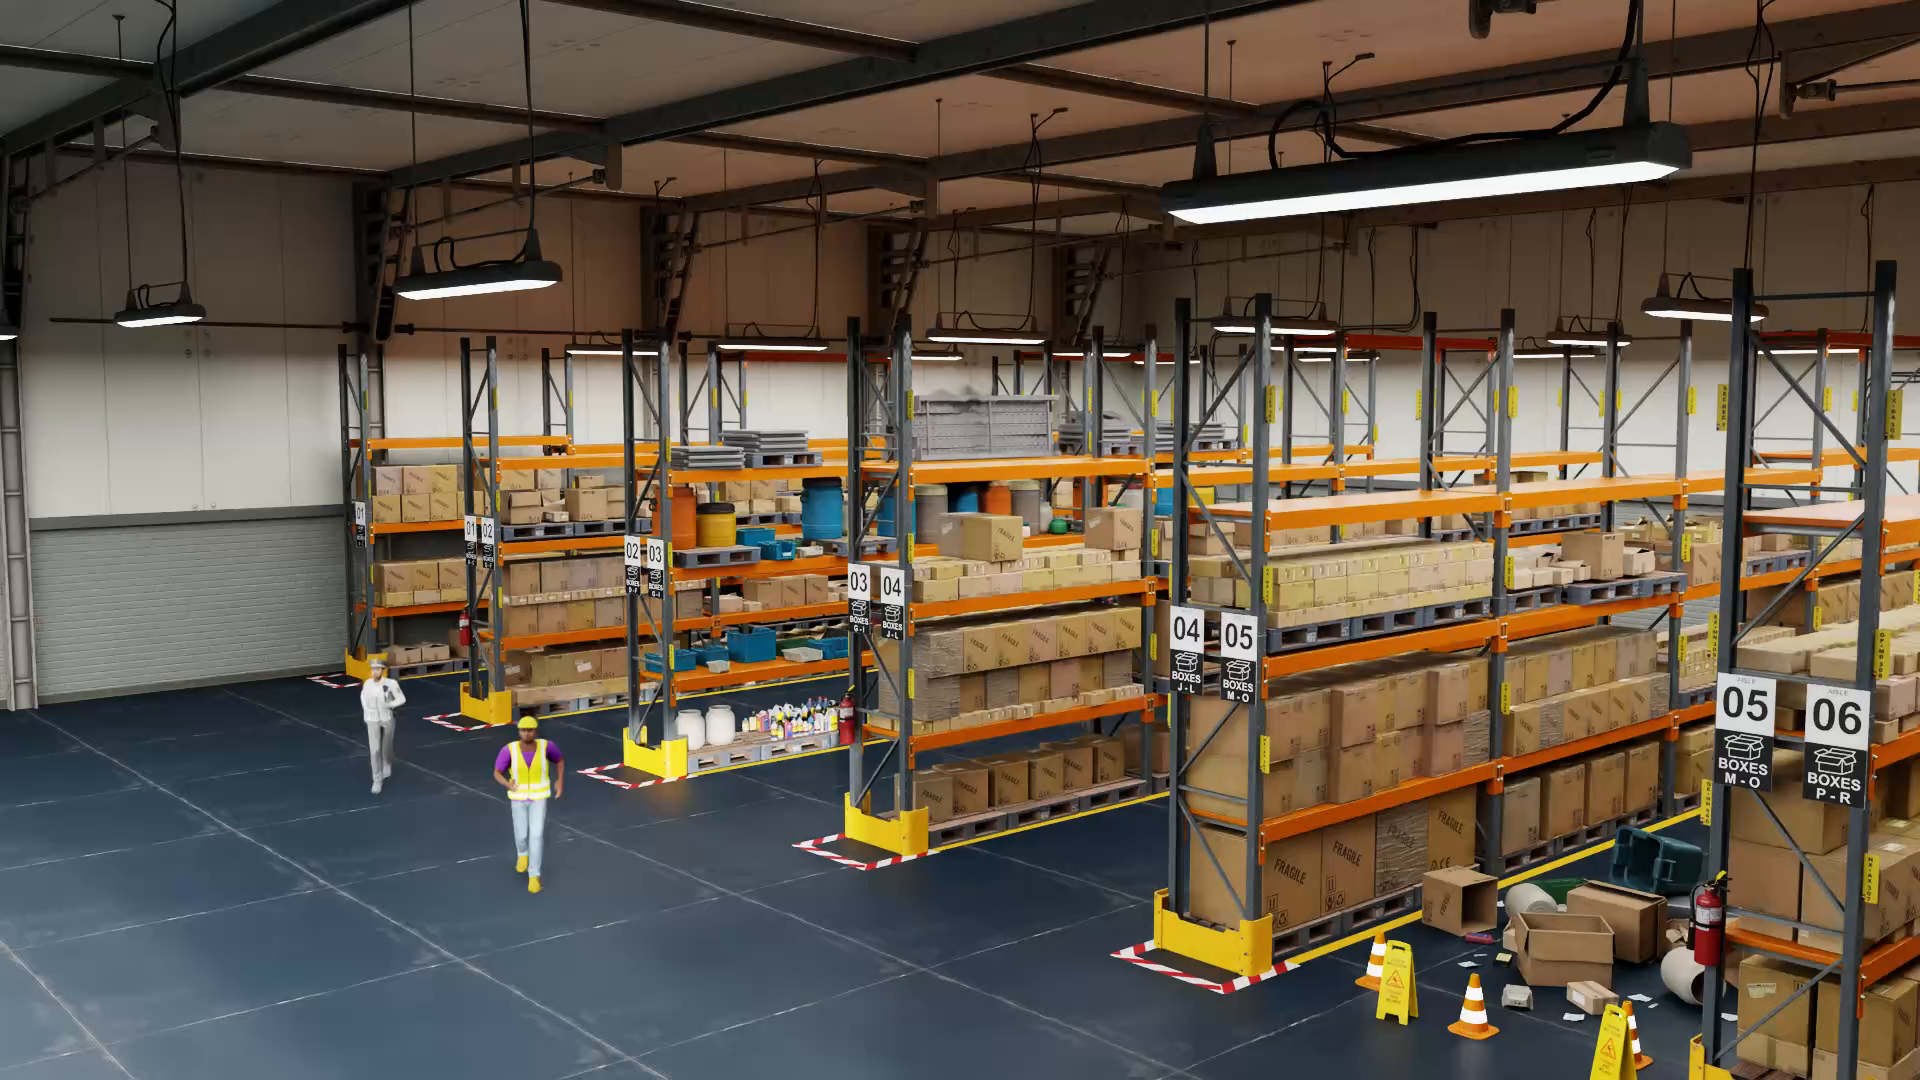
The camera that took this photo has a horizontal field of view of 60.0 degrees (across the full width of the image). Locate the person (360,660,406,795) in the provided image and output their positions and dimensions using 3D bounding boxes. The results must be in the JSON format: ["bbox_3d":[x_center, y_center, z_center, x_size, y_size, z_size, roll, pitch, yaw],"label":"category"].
[{"bbox_3d":[-7.524,2.387,21.663,0.604,1.710,0.854,-1,5,-9],"label":"person"}]

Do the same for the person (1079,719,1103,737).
[{"bbox_3d":[1.802,2.292,23.389,0.541,1.579,0.789,4,7,39],"label":"person"}]

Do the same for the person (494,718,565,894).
[{"bbox_3d":[-4.507,2.730,17.428,0.725,1.775,0.837,-1,5,-13],"label":"person"}]
